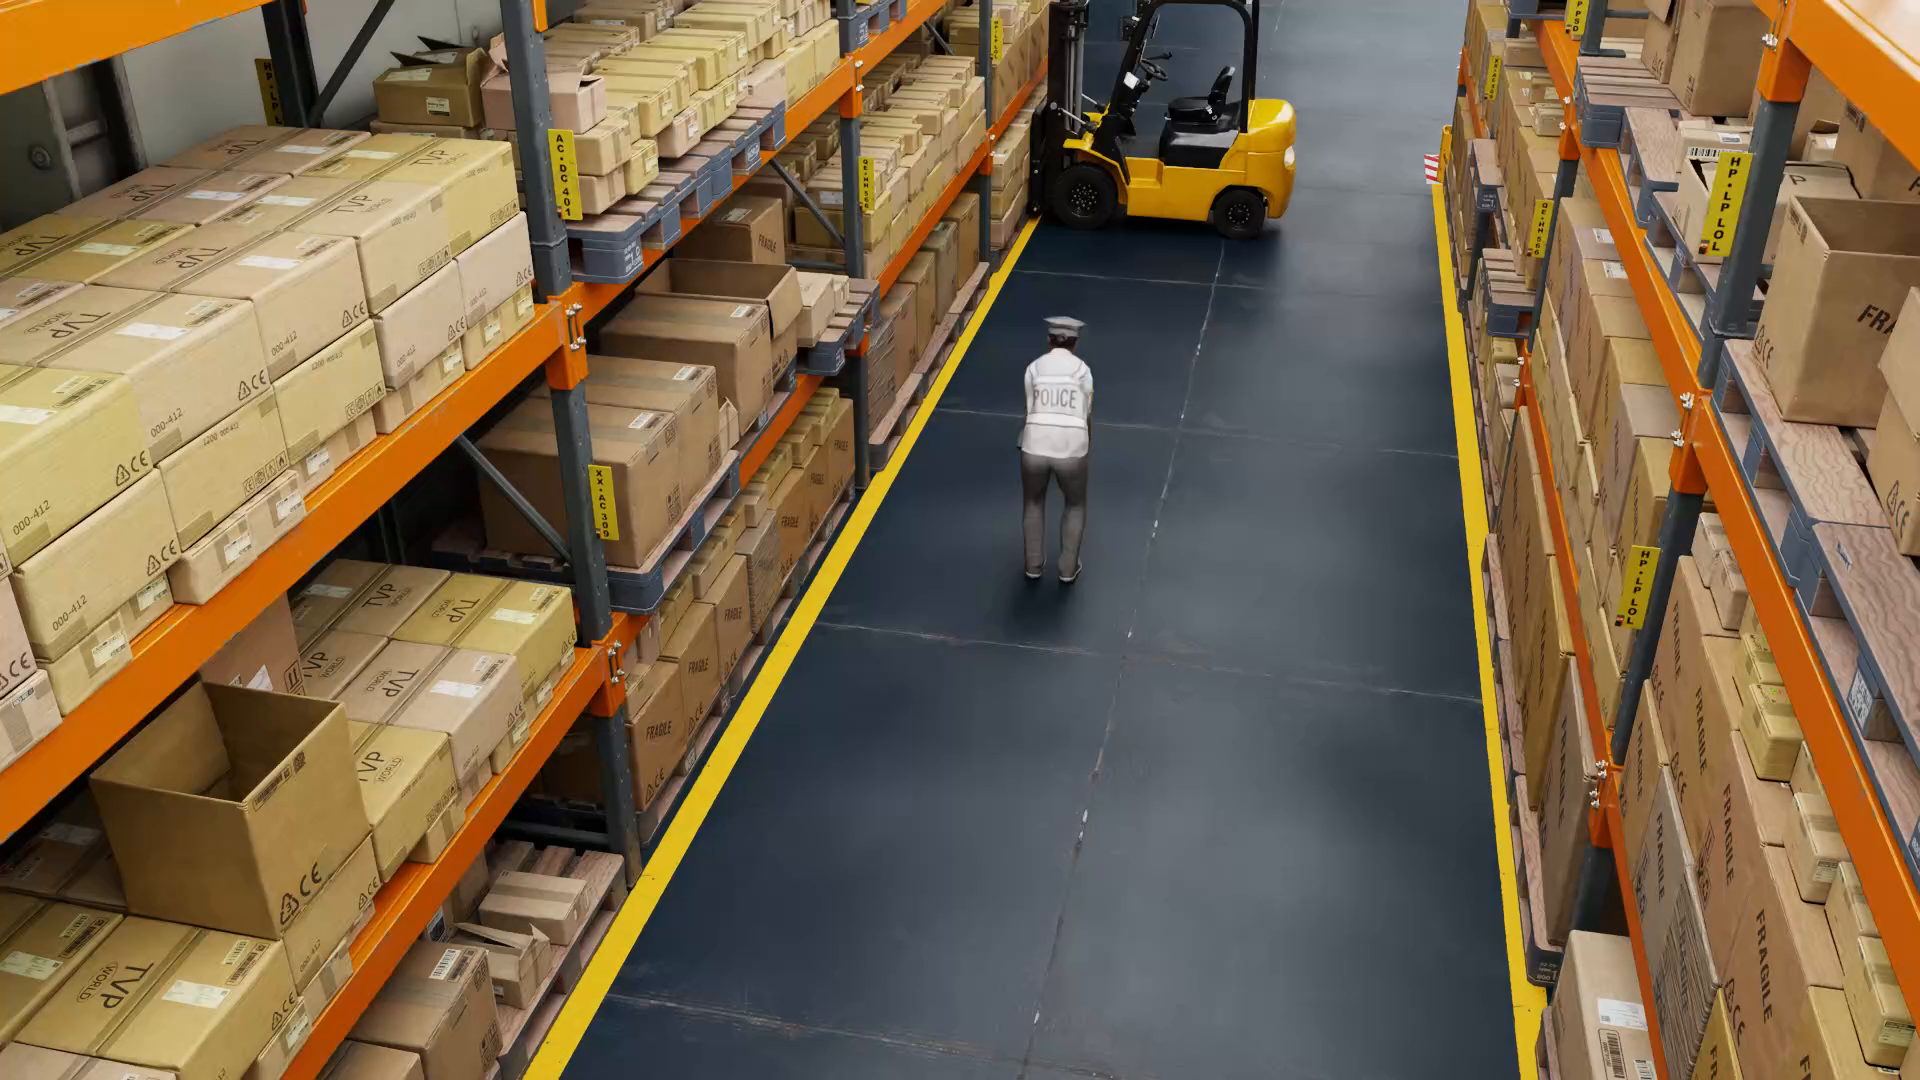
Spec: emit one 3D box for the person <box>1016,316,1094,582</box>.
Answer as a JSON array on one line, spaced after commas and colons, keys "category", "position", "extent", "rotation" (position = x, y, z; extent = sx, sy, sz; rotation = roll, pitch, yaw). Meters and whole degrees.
[{"category": "person", "position": [0.564, -0.515, 9.704], "extent": [0.411, 1.514, 0.717], "rotation": [5, 29, 10]}]
